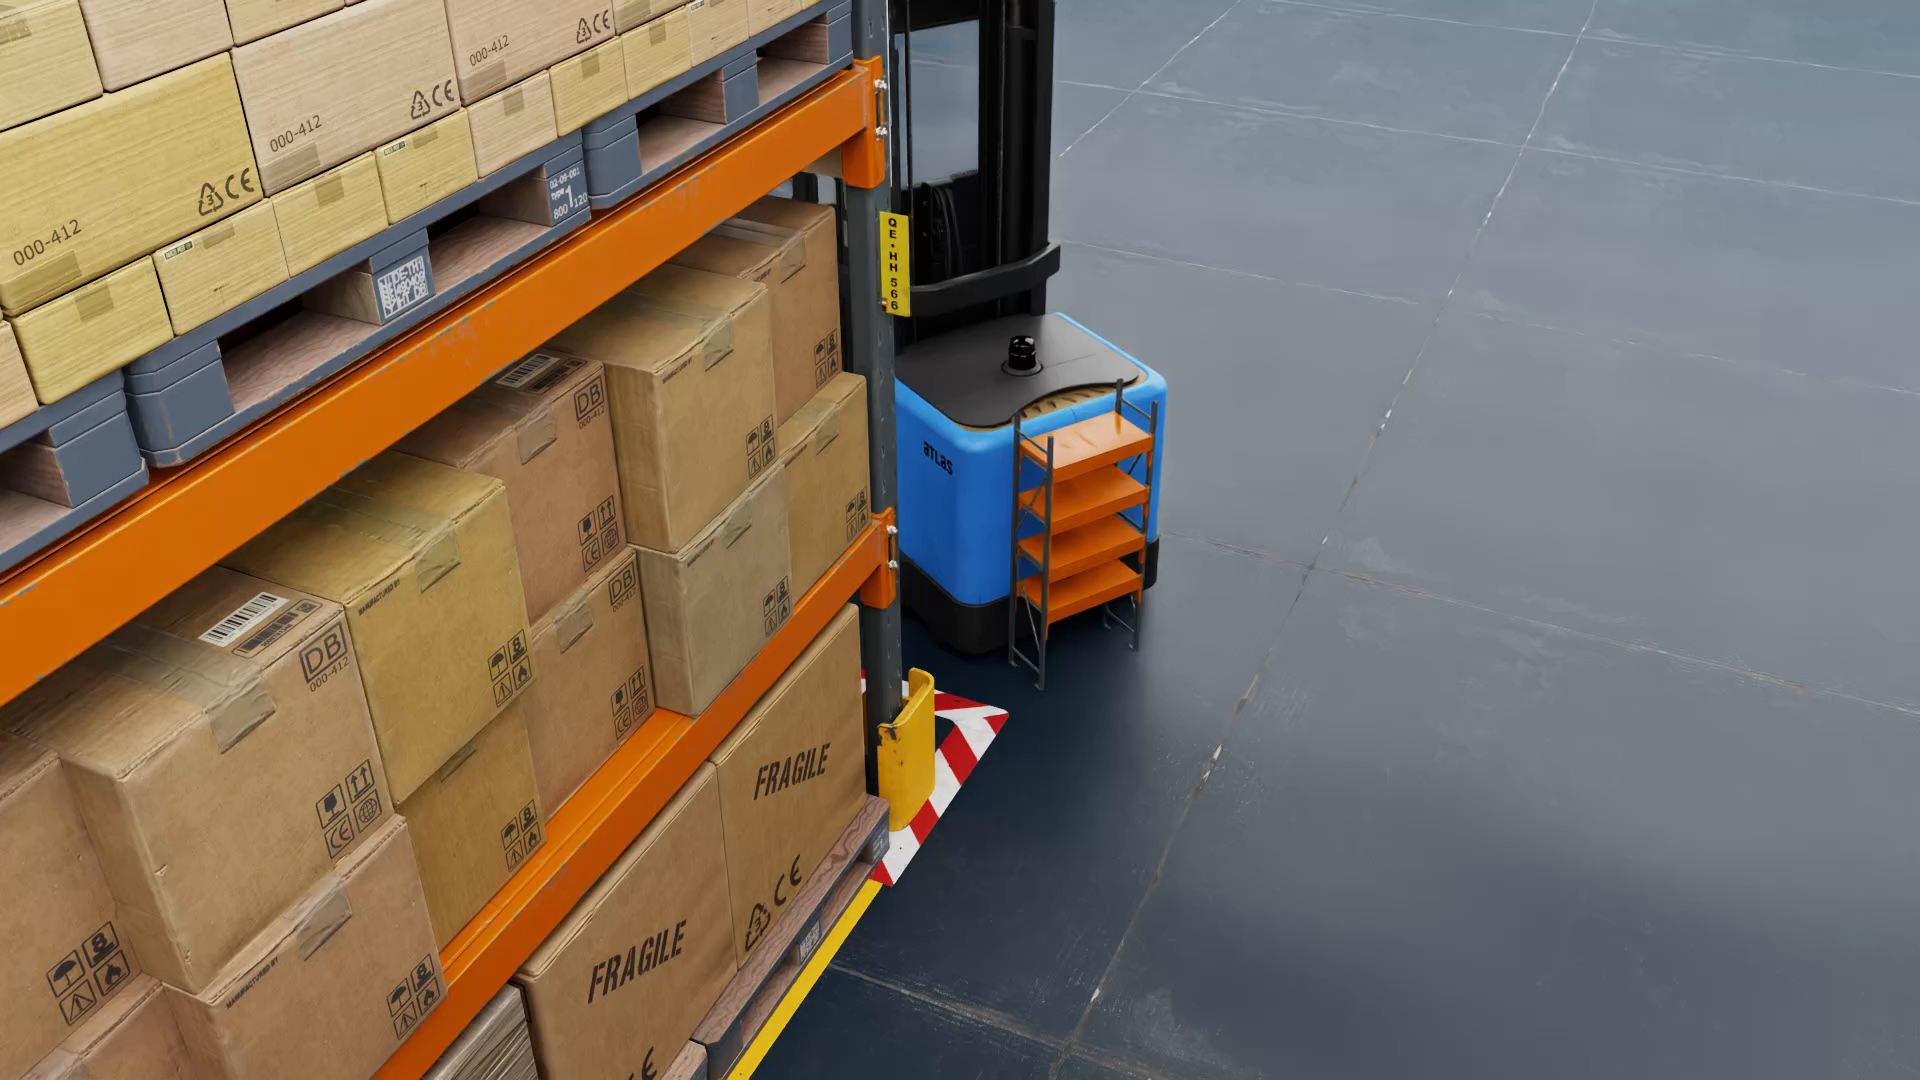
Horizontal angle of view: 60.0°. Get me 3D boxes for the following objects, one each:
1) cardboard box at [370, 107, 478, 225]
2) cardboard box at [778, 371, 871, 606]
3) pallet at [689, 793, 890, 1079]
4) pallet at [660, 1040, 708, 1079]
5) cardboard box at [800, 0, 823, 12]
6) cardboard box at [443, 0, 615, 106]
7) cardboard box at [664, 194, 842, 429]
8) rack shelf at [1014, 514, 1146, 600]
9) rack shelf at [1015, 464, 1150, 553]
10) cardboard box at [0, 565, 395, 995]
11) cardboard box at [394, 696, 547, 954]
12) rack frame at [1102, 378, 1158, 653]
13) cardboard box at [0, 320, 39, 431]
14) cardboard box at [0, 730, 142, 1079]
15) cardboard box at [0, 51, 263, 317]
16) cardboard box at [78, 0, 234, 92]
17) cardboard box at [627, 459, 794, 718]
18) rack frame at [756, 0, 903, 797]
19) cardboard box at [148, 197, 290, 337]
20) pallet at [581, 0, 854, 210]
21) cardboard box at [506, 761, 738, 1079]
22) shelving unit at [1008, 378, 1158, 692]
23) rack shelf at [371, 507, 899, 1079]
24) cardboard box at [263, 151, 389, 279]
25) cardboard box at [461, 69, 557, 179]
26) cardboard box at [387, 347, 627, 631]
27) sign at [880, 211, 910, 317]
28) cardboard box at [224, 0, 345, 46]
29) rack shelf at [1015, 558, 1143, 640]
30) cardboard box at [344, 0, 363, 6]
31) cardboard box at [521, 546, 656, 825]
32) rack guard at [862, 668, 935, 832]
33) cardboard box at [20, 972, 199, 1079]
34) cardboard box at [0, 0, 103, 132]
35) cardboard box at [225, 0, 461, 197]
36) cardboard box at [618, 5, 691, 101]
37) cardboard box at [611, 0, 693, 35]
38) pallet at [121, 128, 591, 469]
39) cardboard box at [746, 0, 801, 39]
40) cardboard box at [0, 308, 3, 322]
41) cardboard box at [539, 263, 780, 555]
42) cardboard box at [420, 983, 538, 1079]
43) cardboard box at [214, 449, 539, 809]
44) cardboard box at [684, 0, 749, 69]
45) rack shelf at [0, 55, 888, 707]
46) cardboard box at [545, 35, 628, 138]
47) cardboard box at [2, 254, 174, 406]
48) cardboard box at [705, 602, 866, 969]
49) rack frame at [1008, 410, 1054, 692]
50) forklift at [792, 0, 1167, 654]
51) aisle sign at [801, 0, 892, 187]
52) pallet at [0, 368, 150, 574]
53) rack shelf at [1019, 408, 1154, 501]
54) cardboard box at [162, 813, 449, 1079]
[{"bbox_3d":[-1.155,-0.741,3.163,0.380,0.149,0.250,15,36,21],"label":"cardboard box"},{"bbox_3d":[-0.800,-0.244,5.250,0.875,0.550,0.550,14,36,20],"label":"cardboard box"},{"bbox_3d":[-0.949,1.206,5.719,1.003,0.211,1.213,14,36,20],"label":"pallet"},{"bbox_3d":[-1.461,1.811,4.796,1.003,0.211,1.213,14,36,20],"label":"pallet"},{"bbox_3d":[-0.517,-1.500,4.322,0.380,0.149,0.250,14,36,20],"label":"cardboard box"},{"bbox_3d":[-1.057,-1.104,3.353,0.500,0.250,0.500,14,36,20],"label":"cardboard box"},{"bbox_3d":[-0.876,-0.715,4.984,0.875,0.550,0.550,14,36,20],"label":"cardboard box"},{"bbox_3d":[0.480,0.048,6.704,0.480,0.148,0.258,-19,38,-27],"label":"rack shelf"},{"bbox_3d":[0.481,-0.139,6.580,0.480,0.148,0.258,-19,38,-27],"label":"rack shelf"},{"bbox_3d":[-1.698,0.387,3.302,0.875,0.550,0.550,14,36,20],"label":"cardboard box"},{"bbox_3d":[-1.542,0.558,4.026,0.875,0.550,0.500,14,36,20],"label":"cardboard box"},{"bbox_3d":[0.685,-0.081,6.777,0.015,1.200,0.240,-19,38,-27],"label":"rack frame"},{"bbox_3d":[-1.581,-0.233,2.389,0.380,0.149,0.250,14,36,20],"label":"cardboard box"},{"bbox_3d":[-2.049,0.625,2.940,0.875,0.550,0.550,14,36,20],"label":"cardboard box"},{"bbox_3d":[-1.480,-0.600,2.586,0.500,0.250,0.500,14,36,20],"label":"cardboard box"},{"bbox_3d":[-1.367,-0.822,2.561,0.380,0.149,0.250,14,36,20],"label":"cardboard box"},{"bbox_3d":[-1.010,0.035,4.825,0.875,0.550,0.550,14,36,20],"label":"cardboard box"},{"bbox_3d":[-0.686,-0.377,5.589,1.000,3.000,0.127,14,36,20],"label":"rack frame"},{"bbox_3d":[-1.367,-0.489,2.780,0.380,0.149,0.250,14,36,21],"label":"cardboard box"},{"bbox_3d":[-0.986,-1.222,4.224,1.003,0.211,1.213,14,36,20],"label":"pallet"},{"bbox_3d":[-1.276,1.128,4.849,0.875,0.875,0.875,14,36,20],"label":"cardboard box"},{"bbox_3d":[0.480,-0.008,6.667,0.503,1.200,0.258,-19,38,-27],"label":"shelving unit"},{"bbox_3d":[-1.522,0.920,4.267,1.077,0.370,4.000,14,36,20],"label":"rack shelf"},{"bbox_3d":[-1.262,-0.612,2.968,0.380,0.149,0.250,15,36,21],"label":"cardboard box"},{"bbox_3d":[-1.049,-0.867,3.357,0.380,0.149,0.250,14,36,21],"label":"cardboard box"},{"bbox_3d":[-1.380,-0.172,4.156,0.875,0.550,0.550,14,36,20],"label":"cardboard box"},{"bbox_3d":[-0.199,-0.829,5.006,0.100,0.325,0.005,14,36,20],"label":"sign"},{"bbox_3d":[-1.262,-0.946,2.749,0.380,0.149,0.250,14,36,20],"label":"cardboard box"},{"bbox_3d":[0.479,0.213,6.814,0.480,0.148,0.258,-19,38,-27],"label":"rack shelf"},{"bbox_3d":[-1.156,-1.072,2.941,0.380,0.149,0.250,14,36,21],"label":"cardboard box"},{"bbox_3d":[-1.358,0.285,4.443,0.875,0.550,0.550,14,36,20],"label":"cardboard box"},{"bbox_3d":[-0.676,0.657,6.293,1.175,0.500,0.348,14,36,20],"label":"rack guard"},{"bbox_3d":[-2.006,1.087,3.220,0.875,0.550,0.550,14,36,20],"label":"cardboard box"},{"bbox_3d":[-1.473,-0.696,2.369,0.380,0.149,0.250,15,36,21],"label":"cardboard box"},{"bbox_3d":[-1.269,-0.853,2.971,0.500,0.250,0.500,15,36,21],"label":"cardboard box"},{"bbox_3d":[-0.836,-1.121,3.744,0.380,0.149,0.250,15,36,21],"label":"cardboard box"},{"bbox_3d":[-0.847,-1.353,3.734,0.500,0.250,0.500,14,36,21],"label":"cardboard box"},{"bbox_3d":[-1.496,-0.612,3.294,1.003,0.211,1.213,14,36,20],"label":"pallet"},{"bbox_3d":[-0.623,-1.375,4.131,0.380,0.149,0.250,14,36,21],"label":"cardboard box"},{"bbox_3d":[-1.691,-0.349,2.203,0.500,0.250,0.500,14,36,20],"label":"cardboard box"},{"bbox_3d":[-1.022,-0.420,4.533,0.875,0.550,0.550,14,36,20],"label":"cardboard box"},{"bbox_3d":[-1.659,1.581,4.158,0.875,0.875,0.875,14,36,21],"label":"cardboard box"},{"bbox_3d":[-1.484,0.122,3.708,0.875,0.550,0.500,14,36,20],"label":"cardboard box"},{"bbox_3d":[-0.730,-1.247,3.935,0.380,0.149,0.250,15,36,21],"label":"cardboard box"},{"bbox_3d":[-1.522,-0.334,3.445,1.077,0.370,4.000,14,36,20],"label":"rack shelf"},{"bbox_3d":[-0.943,-0.993,3.548,0.380,0.149,0.250,14,36,20],"label":"cardboard box"},{"bbox_3d":[-1.474,-0.362,2.586,0.380,0.149,0.250,14,36,20],"label":"cardboard box"},{"bbox_3d":[-0.909,0.689,5.518,0.875,0.875,0.875,14,36,21],"label":"cardboard box"},{"bbox_3d":[0.275,0.064,6.556,0.015,1.200,0.240,-19,38,-27],"label":"rack frame"},{"bbox_3d":[-0.350,-1.524,7.402,1.130,2.935,3.031,-19,38,-27],"label":"forklift"},{"bbox_3d":[-0.383,-1.430,4.825,0.394,0.787,0.004,14,36,20],"label":"aisle sign"},{"bbox_3d":[-2.007,-0.007,2.370,1.003,0.211,1.213,14,36,20],"label":"pallet"},{"bbox_3d":[0.482,-0.336,6.449,0.480,0.148,0.258,-19,38,-27],"label":"rack shelf"},{"bbox_3d":[-1.673,0.845,3.589,0.875,0.550,0.550,14,36,20],"label":"cardboard box"}]
